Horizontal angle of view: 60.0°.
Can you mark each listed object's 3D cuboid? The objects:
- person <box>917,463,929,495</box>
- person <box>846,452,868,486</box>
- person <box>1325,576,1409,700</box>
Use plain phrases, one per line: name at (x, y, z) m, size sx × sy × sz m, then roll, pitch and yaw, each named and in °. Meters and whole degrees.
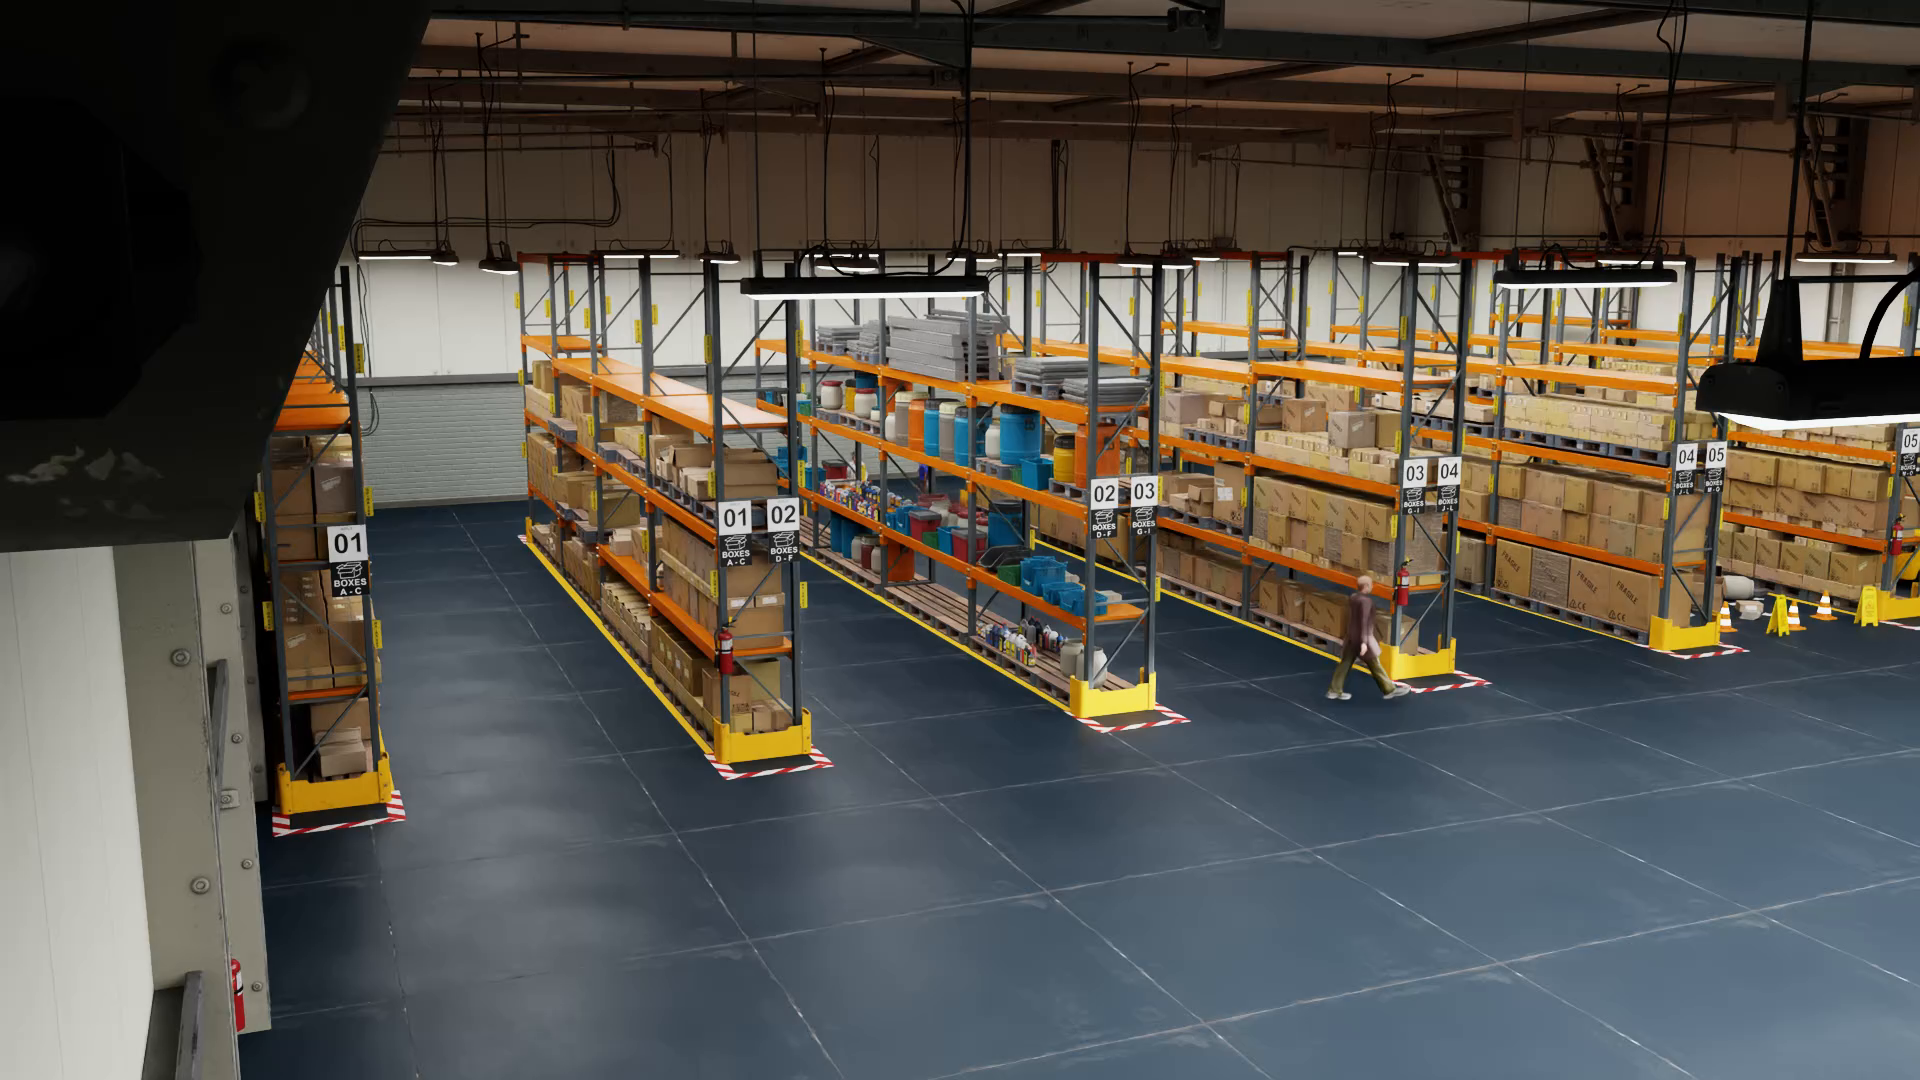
person at (-0.722, -1.178, 36.989) m, size 0.595 × 1.629 × 0.525 m, roll 2°, pitch 11°, yaw 10°
person at (-2.355, -1.197, 37.066) m, size 0.644 × 1.636 × 0.565 m, roll -6°, pitch 12°, yaw -28°
person at (5.570, 1.338, 22.791) m, size 1.100 × 1.725 × 0.610 m, roll -3°, pitch 11°, yaw -17°
